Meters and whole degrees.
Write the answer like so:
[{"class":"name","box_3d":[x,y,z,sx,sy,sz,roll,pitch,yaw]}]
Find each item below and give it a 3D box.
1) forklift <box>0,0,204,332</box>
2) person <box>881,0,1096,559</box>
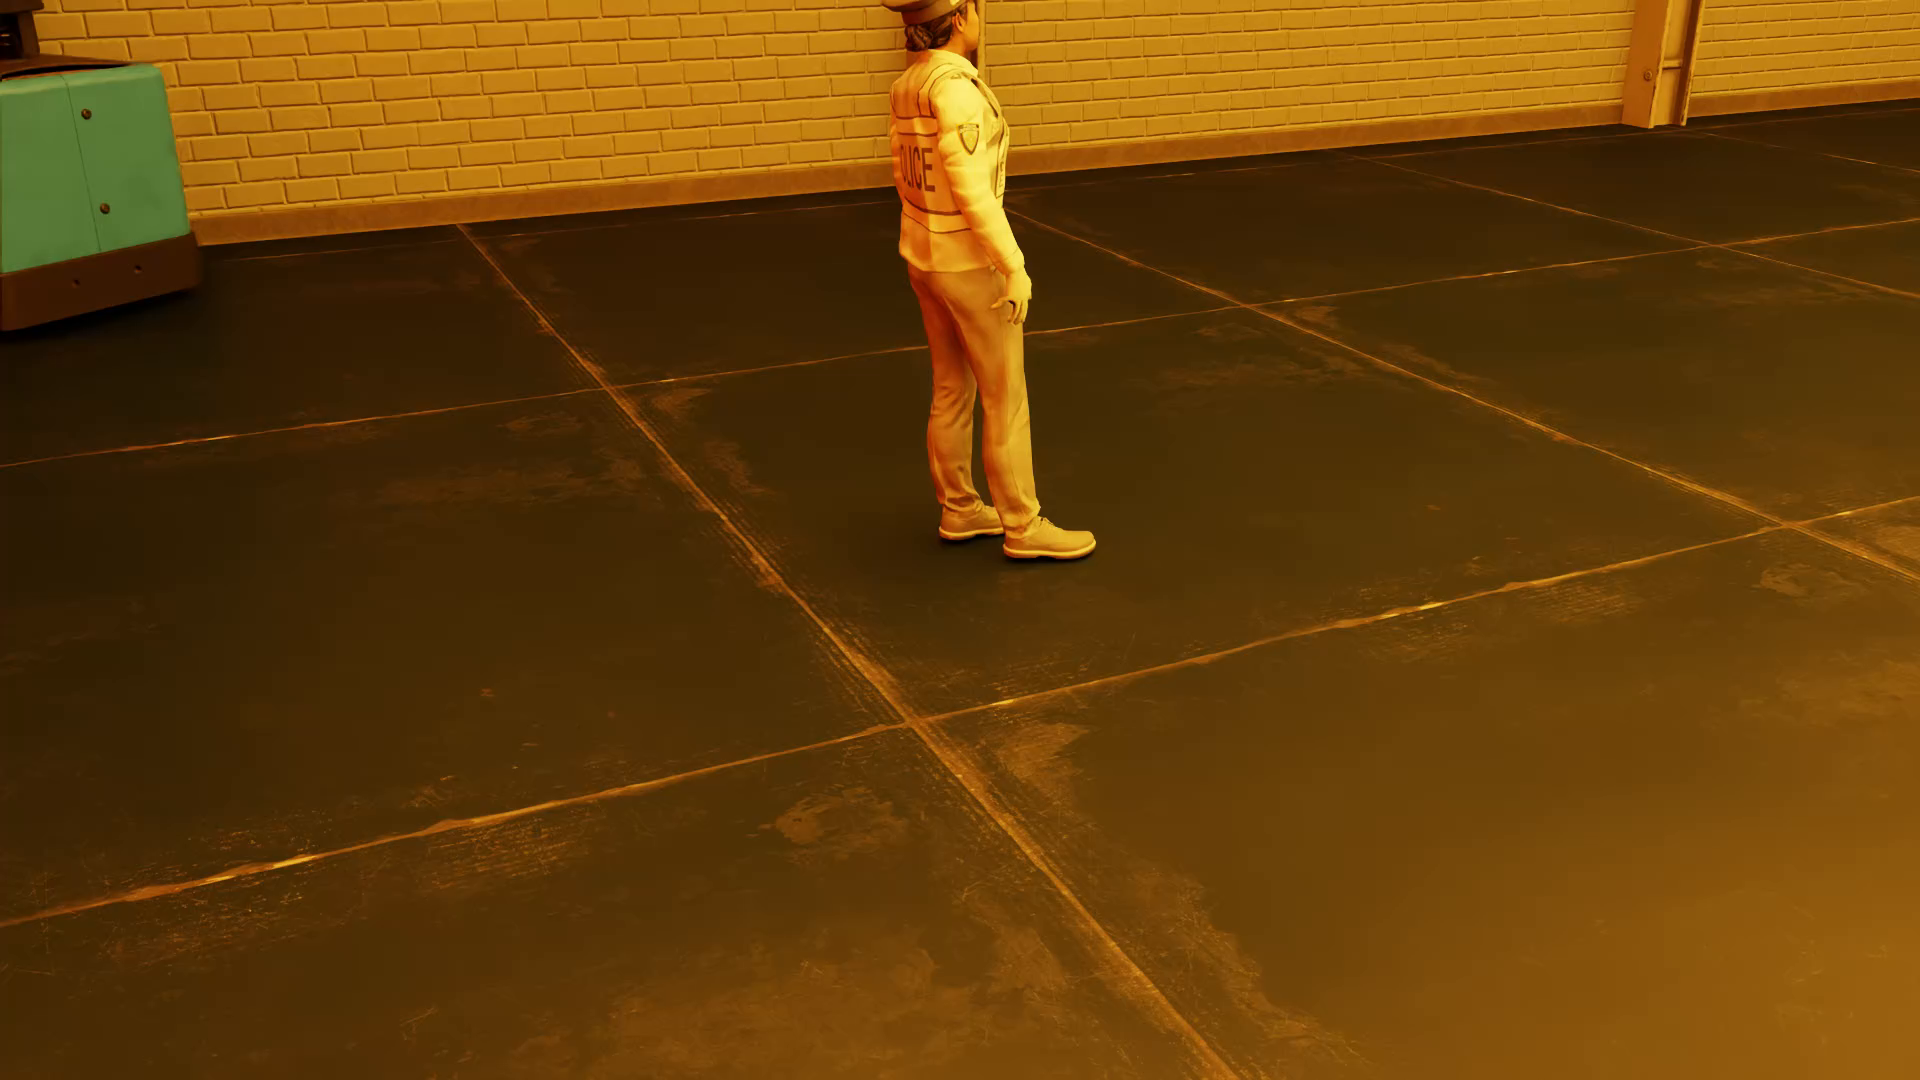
[{"class":"forklift","box_3d":[-5.094,-2.618,7.588,3.031,2.935,1.130,12,26,27]},{"class":"person","box_3d":[0.065,-0.798,4.800,0.530,1.694,0.586,-10,25,-23]}]
